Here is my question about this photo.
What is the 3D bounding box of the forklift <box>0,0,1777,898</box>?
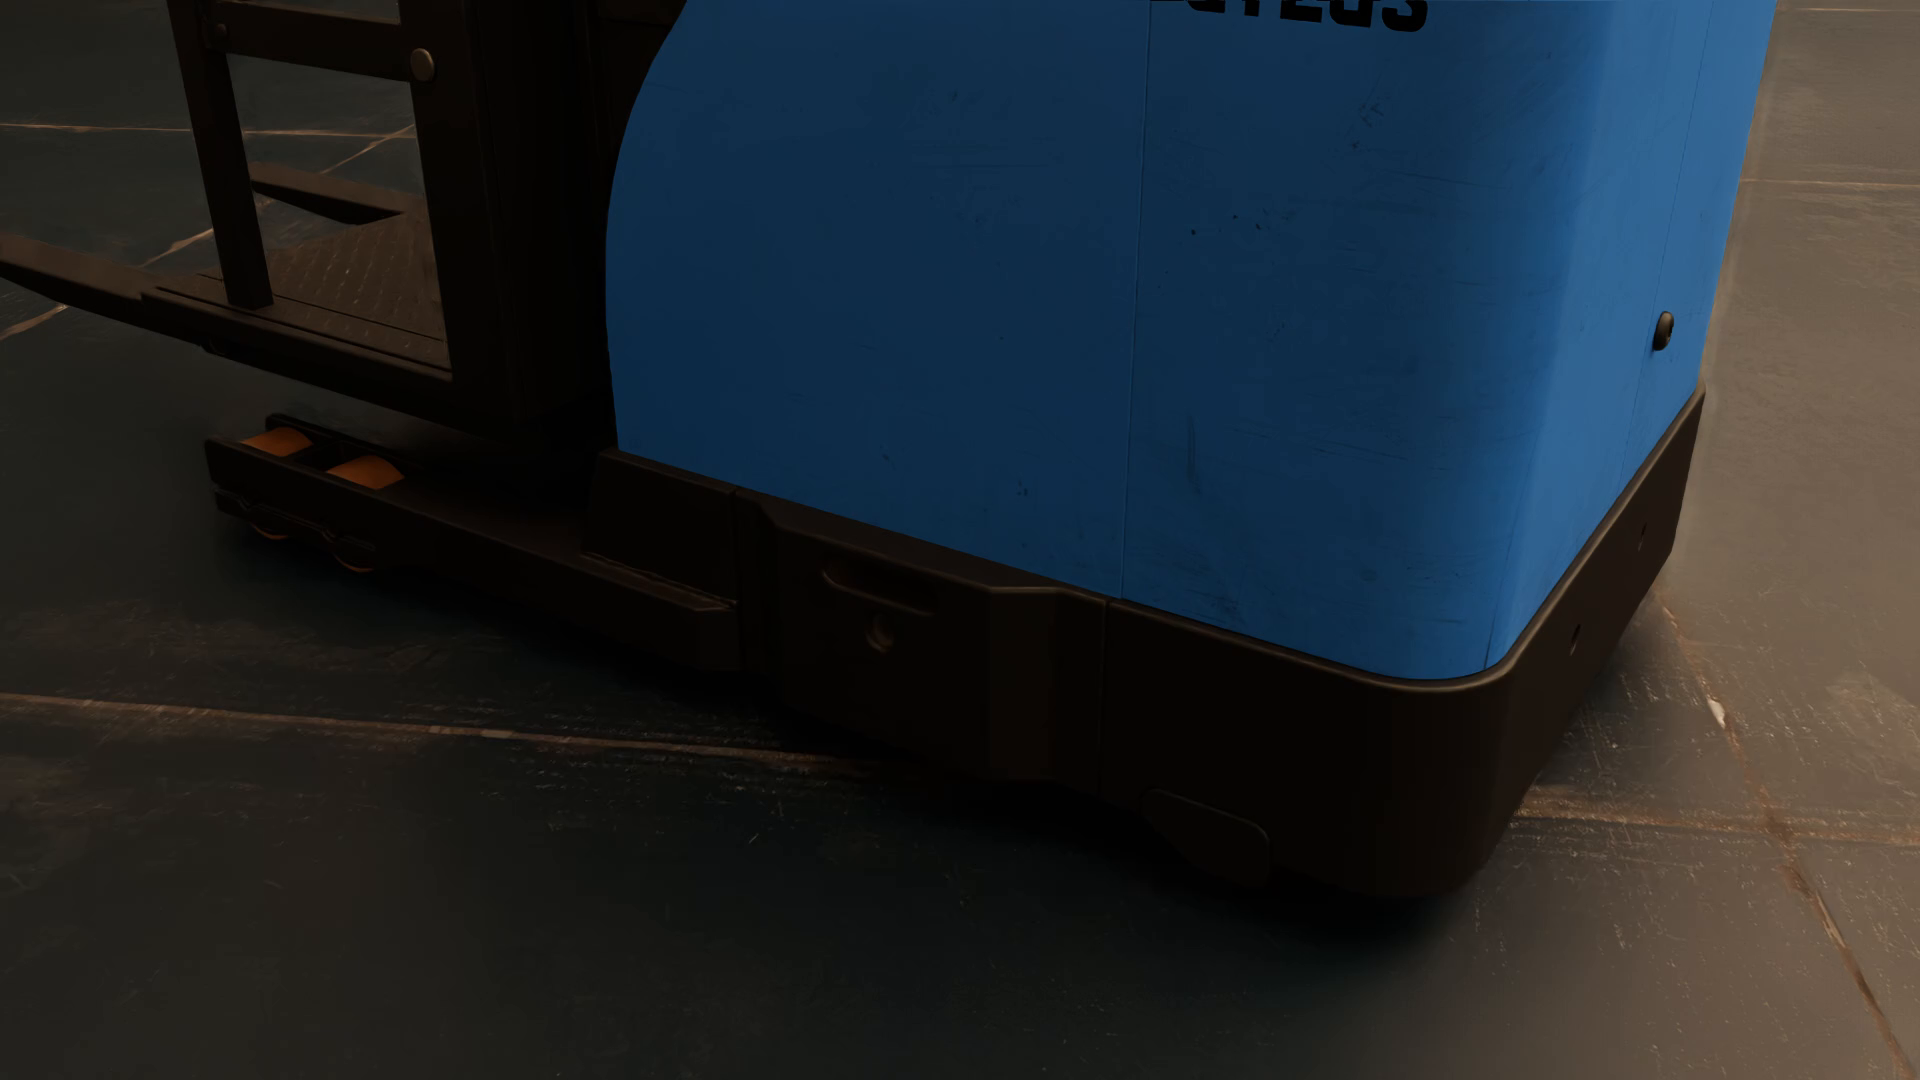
[{"bbox_3d":[-0.514,-1.443,2.110,3.031,2.935,1.130,16,31,29],"label":"forklift"}]
